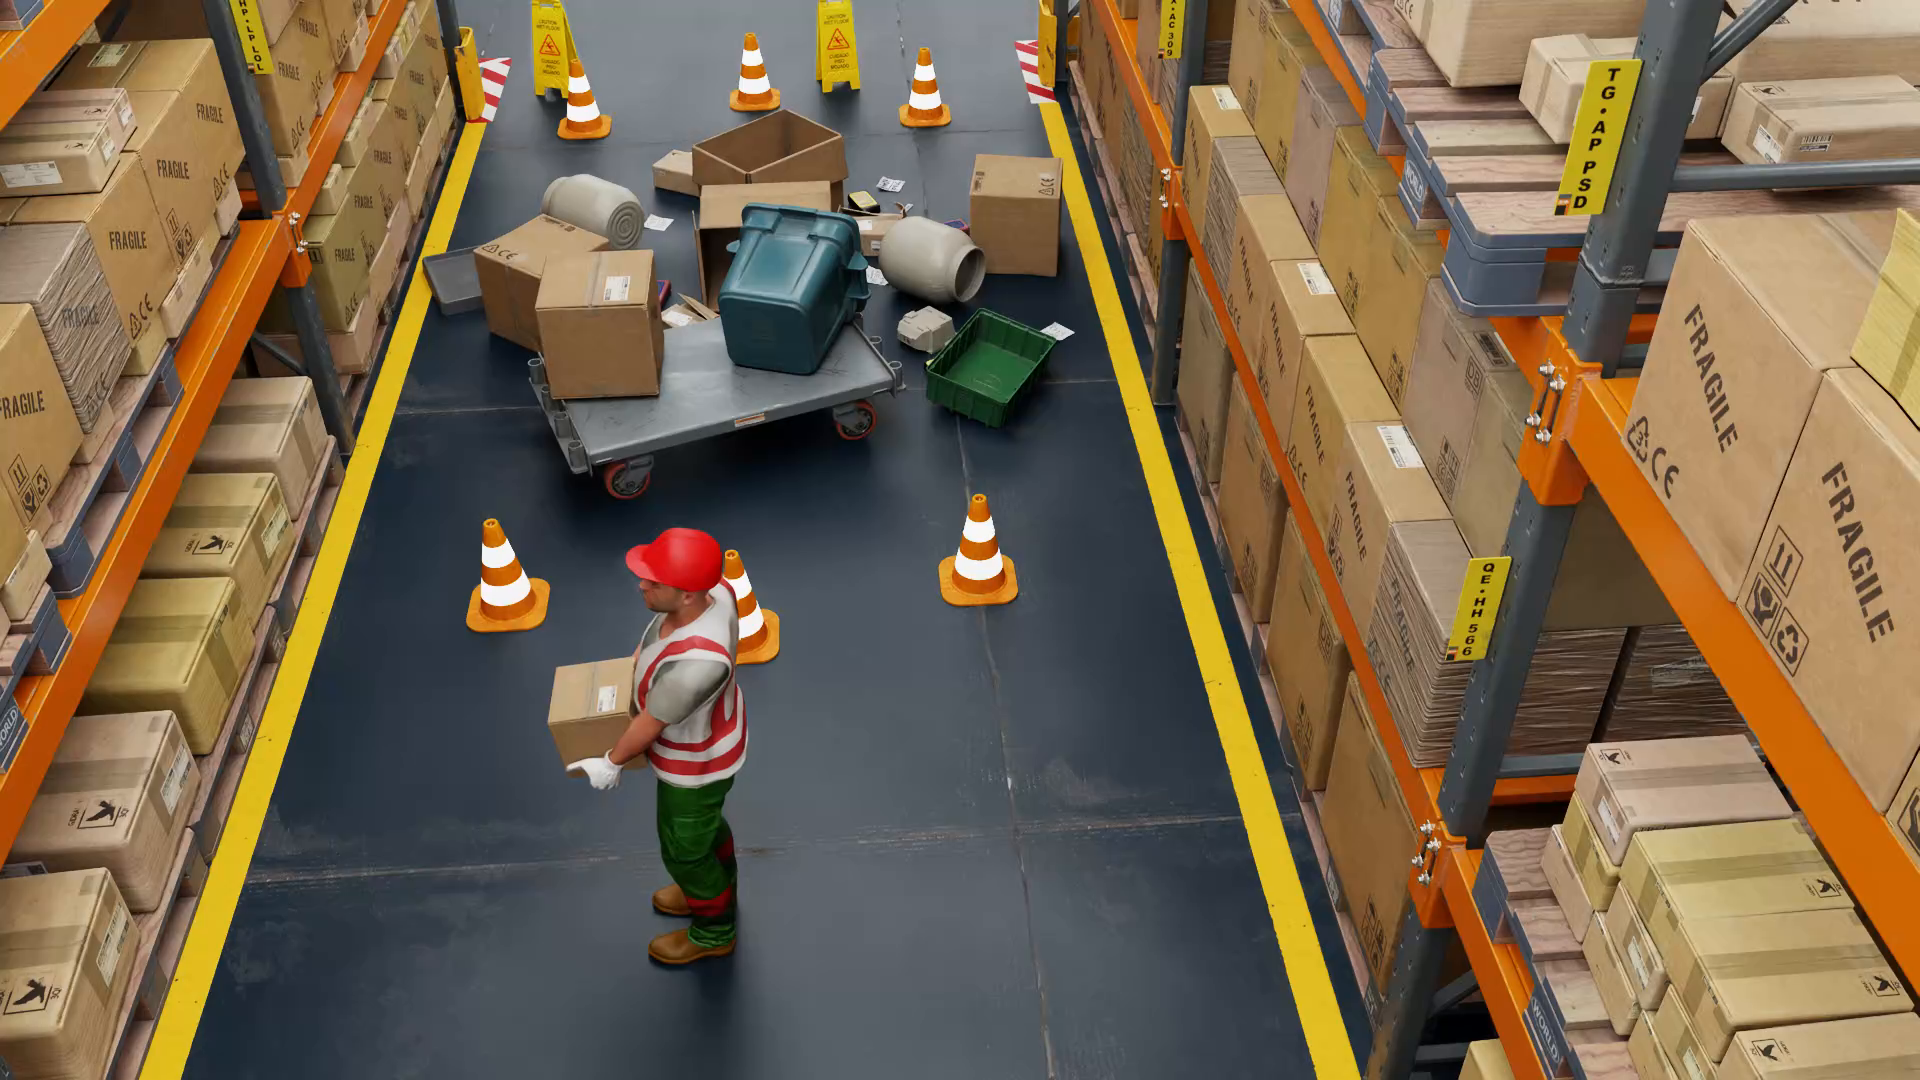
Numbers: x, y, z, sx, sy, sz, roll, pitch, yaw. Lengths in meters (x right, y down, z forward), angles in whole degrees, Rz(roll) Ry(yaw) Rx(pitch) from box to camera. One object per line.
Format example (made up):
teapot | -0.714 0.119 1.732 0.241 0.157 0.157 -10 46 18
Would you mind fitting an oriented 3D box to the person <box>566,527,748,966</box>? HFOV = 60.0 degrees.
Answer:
person | -0.949 0.671 5.300 0.561 1.785 0.473 -3 39 -3
